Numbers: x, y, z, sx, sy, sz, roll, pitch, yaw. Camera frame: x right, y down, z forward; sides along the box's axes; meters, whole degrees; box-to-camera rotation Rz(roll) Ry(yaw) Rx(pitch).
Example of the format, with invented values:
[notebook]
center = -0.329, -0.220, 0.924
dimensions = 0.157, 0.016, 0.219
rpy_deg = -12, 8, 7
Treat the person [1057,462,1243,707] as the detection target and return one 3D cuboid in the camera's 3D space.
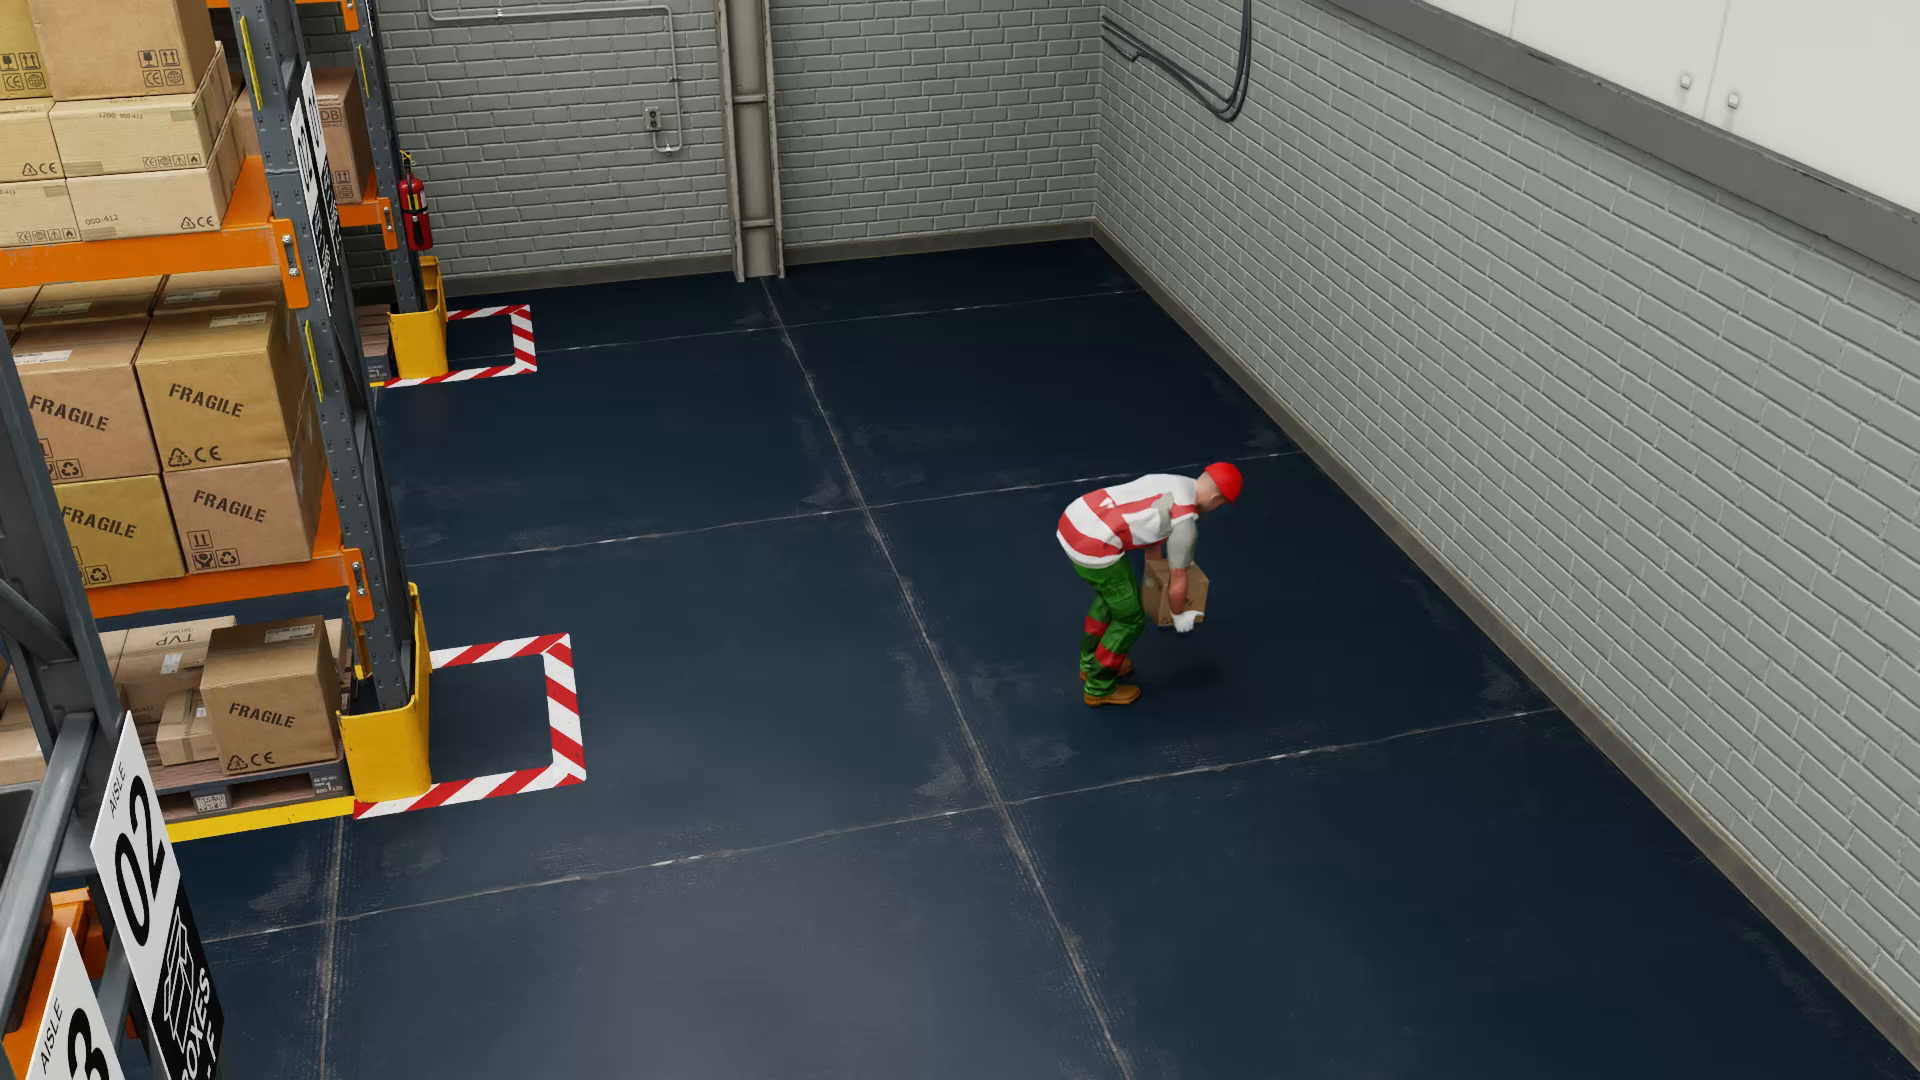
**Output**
[person]
center = 0.957, 0.206, 8.428
dimensions = 0.949, 1.218, 0.486
rpy_deg = -9, 31, -15
